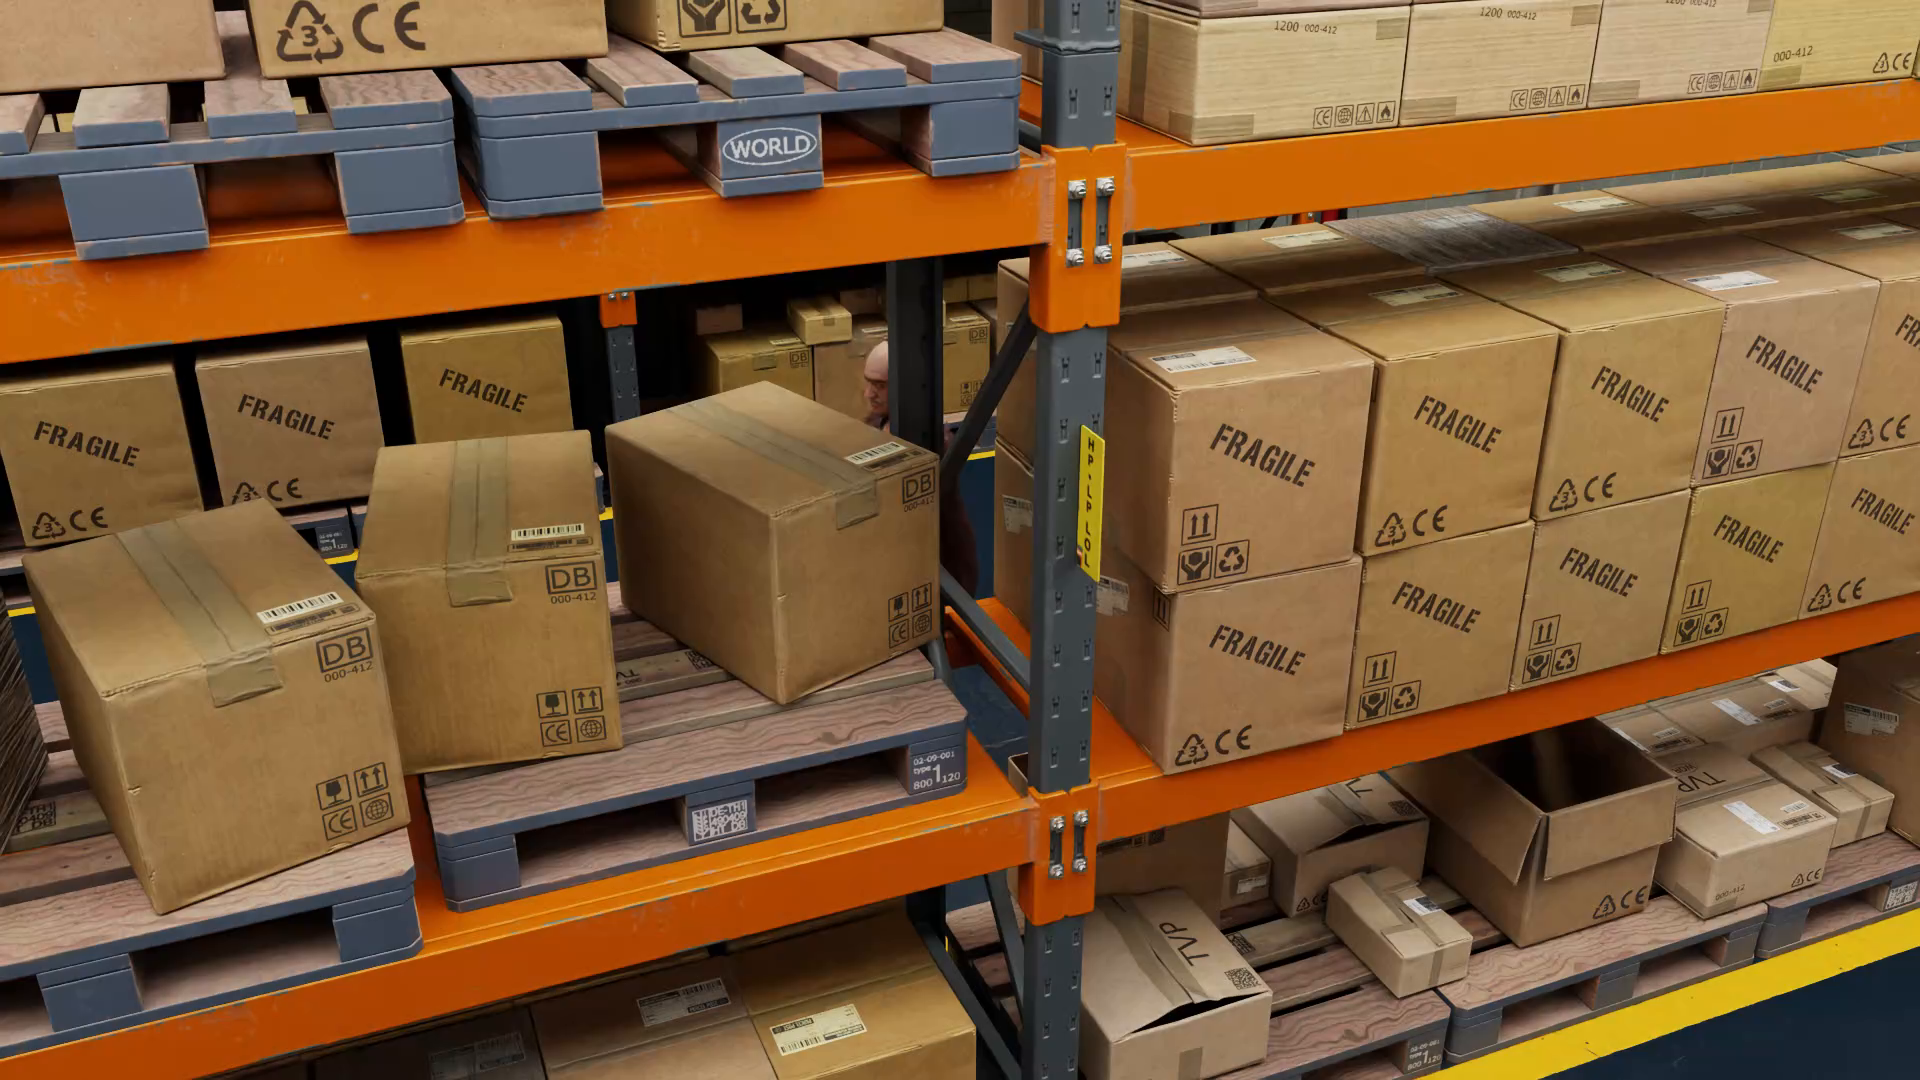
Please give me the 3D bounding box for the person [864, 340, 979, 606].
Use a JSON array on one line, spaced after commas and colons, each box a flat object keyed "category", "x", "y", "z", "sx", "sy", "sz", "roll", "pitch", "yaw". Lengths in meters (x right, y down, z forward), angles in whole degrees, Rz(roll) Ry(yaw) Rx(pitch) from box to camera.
[{"category": "person", "x": -0.227, "y": 0.134, "z": 5.866, "sx": 0.584, "sy": 1.770, "sz": 0.525, "roll": -12, "pitch": 28, "yaw": -24}]
